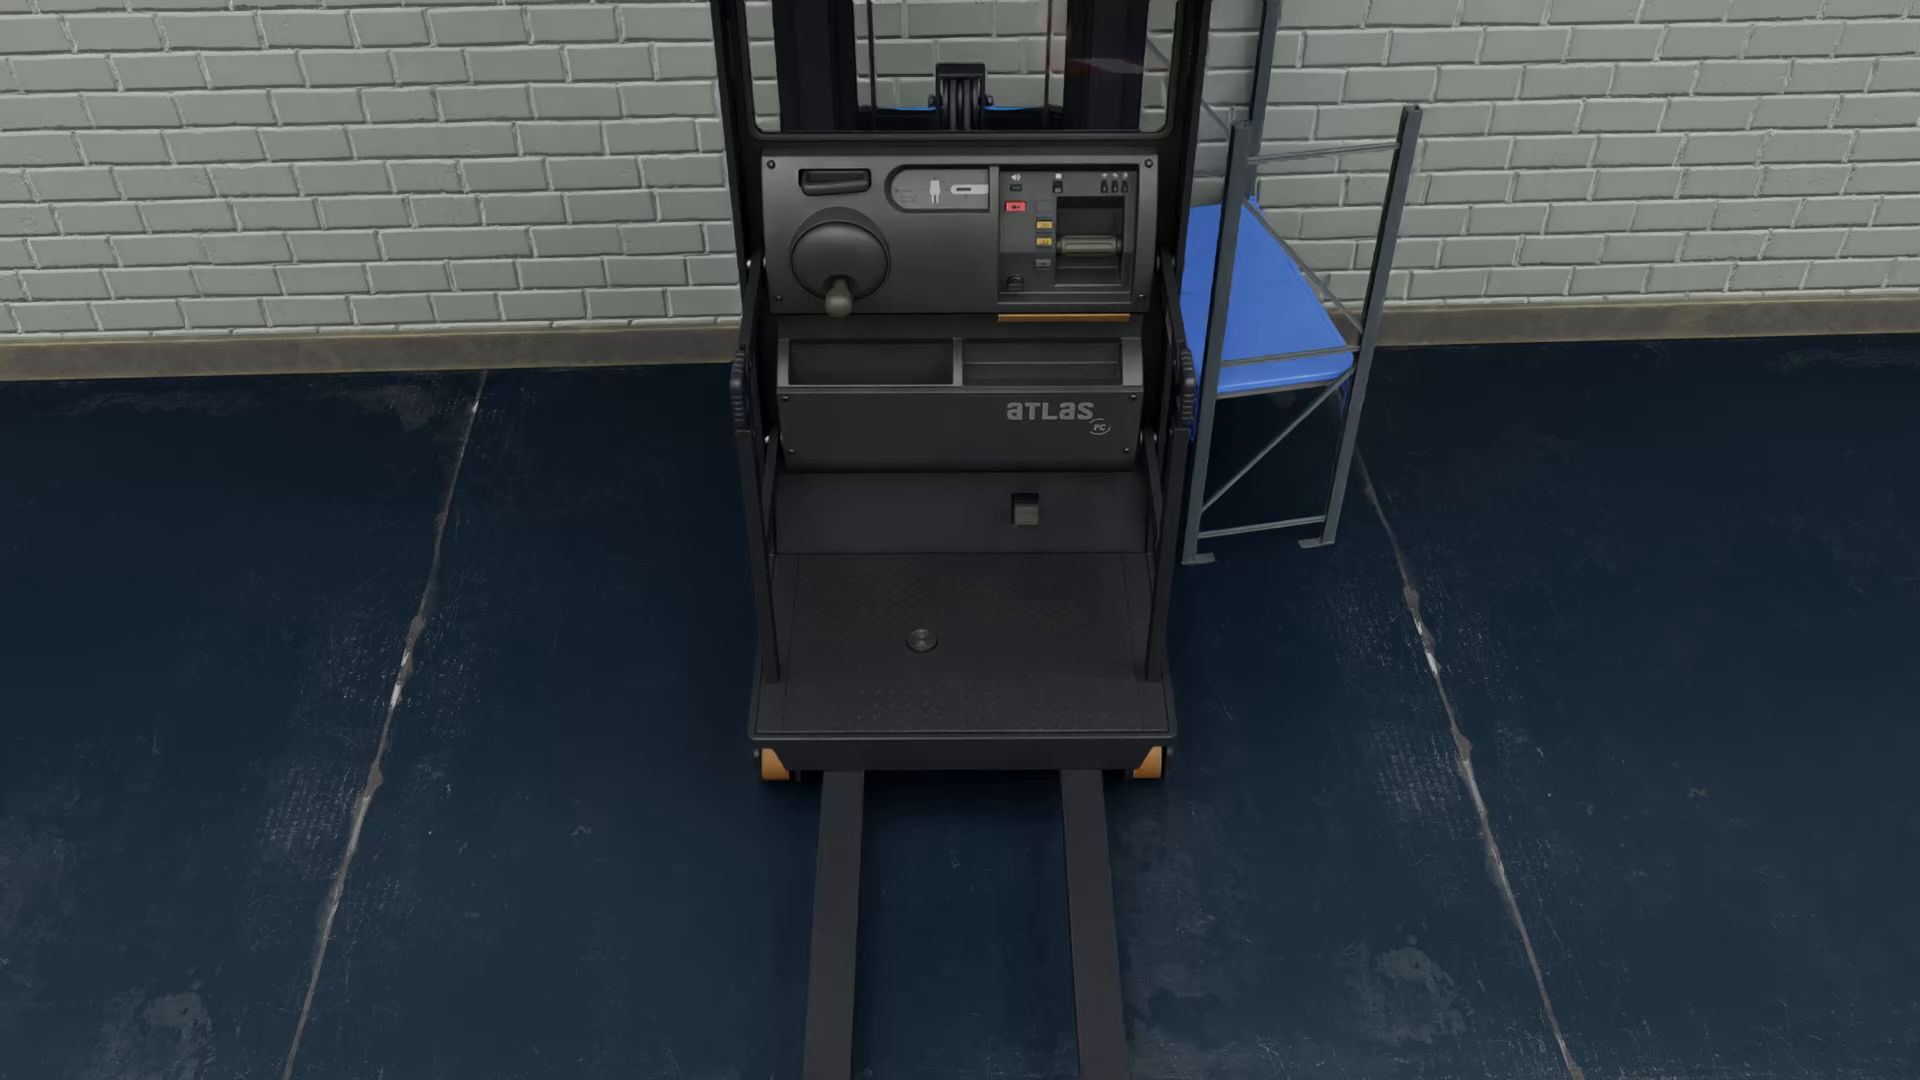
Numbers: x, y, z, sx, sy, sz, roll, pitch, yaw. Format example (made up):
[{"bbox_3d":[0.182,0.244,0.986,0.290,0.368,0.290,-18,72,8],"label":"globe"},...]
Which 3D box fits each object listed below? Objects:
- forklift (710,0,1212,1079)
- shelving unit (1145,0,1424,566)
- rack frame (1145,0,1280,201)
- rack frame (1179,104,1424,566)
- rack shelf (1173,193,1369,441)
[{"bbox_3d":[0.004,-0.641,3.780,1.130,2.935,3.031,0,43,0],"label":"forklift"},{"bbox_3d":[0.829,-0.853,5.071,0.538,1.500,1.048,-8,43,-8],"label":"shelving unit"},{"bbox_3d":[0.729,-1.190,5.438,0.500,1.500,0.032,-8,43,-8],"label":"rack frame"},{"bbox_3d":[0.930,-0.516,4.703,0.500,1.500,0.032,-8,43,-8],"label":"rack frame"},{"bbox_3d":[0.829,-0.721,5.192,0.538,0.185,1.000,-8,43,-8],"label":"rack shelf"}]
